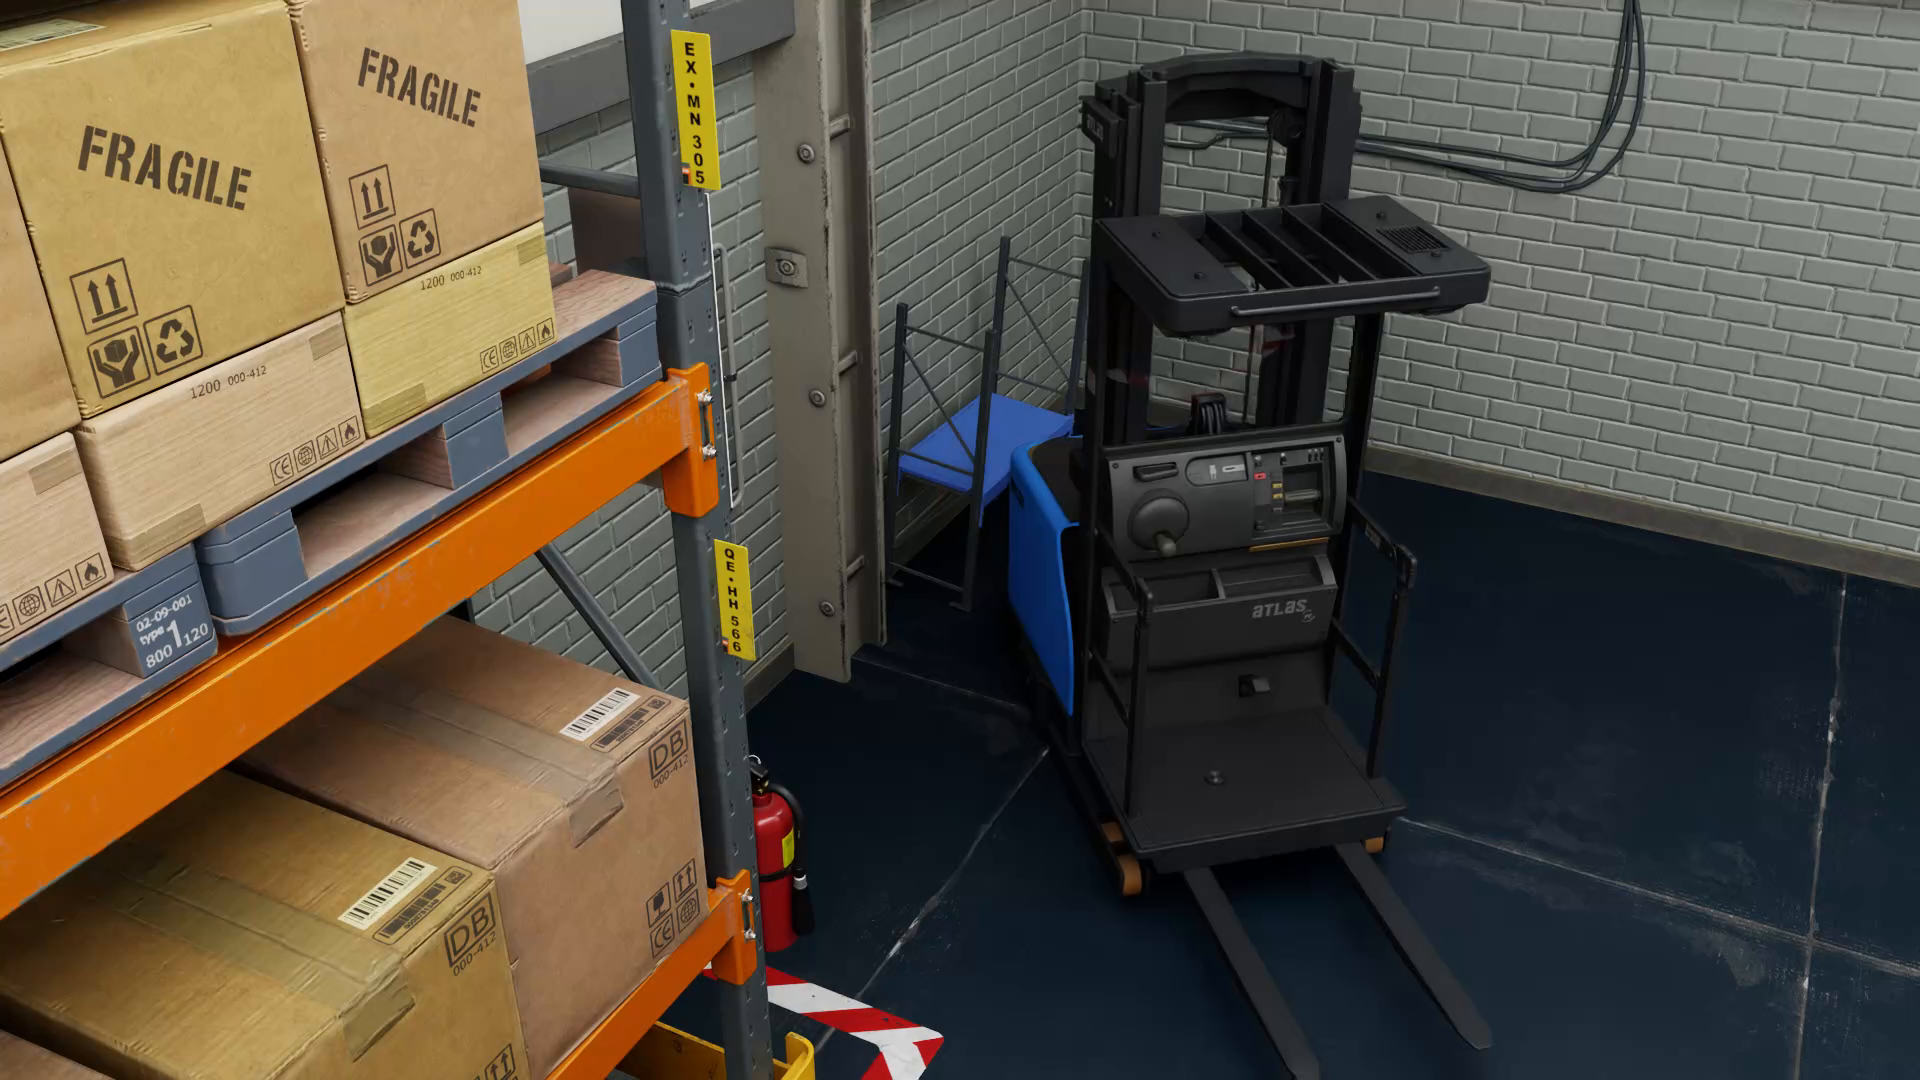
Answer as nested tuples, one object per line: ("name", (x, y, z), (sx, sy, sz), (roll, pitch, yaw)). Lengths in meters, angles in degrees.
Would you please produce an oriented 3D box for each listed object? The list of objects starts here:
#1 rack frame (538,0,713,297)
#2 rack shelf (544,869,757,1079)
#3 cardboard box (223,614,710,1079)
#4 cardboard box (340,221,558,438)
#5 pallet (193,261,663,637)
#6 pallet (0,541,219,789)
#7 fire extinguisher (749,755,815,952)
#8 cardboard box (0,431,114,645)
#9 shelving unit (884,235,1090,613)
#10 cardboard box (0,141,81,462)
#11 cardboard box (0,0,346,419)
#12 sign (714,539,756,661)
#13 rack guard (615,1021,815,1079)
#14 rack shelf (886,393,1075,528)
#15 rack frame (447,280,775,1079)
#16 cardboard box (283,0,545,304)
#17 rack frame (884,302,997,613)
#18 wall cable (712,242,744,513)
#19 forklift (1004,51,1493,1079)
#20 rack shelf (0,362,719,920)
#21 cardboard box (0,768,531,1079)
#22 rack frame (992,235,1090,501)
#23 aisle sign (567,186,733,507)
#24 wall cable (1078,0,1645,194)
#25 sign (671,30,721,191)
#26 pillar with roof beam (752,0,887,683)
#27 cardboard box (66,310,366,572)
("rack frame", (-1.031, -1.976, 3.155), (1.000, 3.000, 0.127), (14, 33, 23))
("rack shelf", (-1.942, 1.824, 3.285), (1.077, 0.370, 4.000), (14, 33, 23))
("cardboard box", (-1.254, 0.723, 4.177), (0.980, 0.700, 0.700), (16, 33, 25))
("cardboard box", (-1.128, -0.451, 3.140), (0.500, 0.250, 0.500), (15, 33, 25))
("pallet", (-1.360, -0.306, 3.348), (1.003, 0.211, 1.213), (14, 33, 23))
("pallet", (-1.914, 0.237, 2.402), (1.003, 0.211, 1.213), (14, 33, 23))
("fire extinguisher", (-0.551, 0.858, 4.696), (0.296, 0.674, 0.183), (14, 33, 23))
("cardboard box", (-1.597, 0.012, 2.334), (0.500, 0.250, 0.500), (13, 32, 22))
("shelving unit", (0.130, -0.584, 8.221), (0.538, 1.500, 1.048), (20, 35, 22))
("cardboard box", (-1.589, -0.322, 2.163), (0.500, 0.500, 0.500), (13, 32, 21))
("cardboard box", (-1.359, -0.556, 2.569), (0.500, 0.500, 0.500), (15, 33, 25))
("sign", (-0.554, 0.150, 4.077), (0.100, 0.325, 0.005), (14, 33, 23))
("rack guard", (-1.020, 1.698, 5.290), (1.175, 0.500, 0.348), (14, 33, 23))
("rack shelf", (0.117, -0.432, 8.317), (0.538, 0.185, 1.000), (20, 35, 22))
("rack frame", (-1.031, 0.625, 4.649), (1.000, 3.000, 0.127), (14, 33, 23))
("cardboard box", (-1.121, -0.775, 2.951), (0.500, 0.500, 0.500), (14, 33, 23))
("rack frame", (-0.114, -0.362, 7.835), (0.500, 1.500, 0.032), (20, 35, 22))
("wall cable", (-1.290, -0.598, 5.759), (0.084, 1.984, 1.851), (14, 33, 23))
("forklift", (1.054, -0.118, 6.012), (1.130, 2.935, 3.031), (-7, 31, -12))
("rack shelf", (-1.942, 0.523, 2.538), (1.077, 0.370, 4.000), (14, 33, 23))
("cardboard box", (-1.576, 1.048, 3.611), (0.980, 0.700, 0.700), (14, 33, 23))
("rack frame", (0.375, -0.806, 8.608), (0.500, 1.500, 0.032), (20, 35, 22))
("aisle sign", (-0.731, -0.466, 3.939), (0.394, 0.787, 0.004), (14, 33, 23))
("wall cable", (1.864, -3.056, 8.154), (3.097, 2.526, 0.112), (14, 33, 23))
("sign", (-0.554, -0.896, 3.476), (0.100, 0.325, 0.005), (14, 33, 23))
("pillar with roof beam", (3.261, -2.393, 3.881), (9.100, 9.000, 0.400), (14, 33, 23))
("cardboard box", (-1.364, -0.220, 2.738), (0.500, 0.250, 0.500), (13, 32, 21))
